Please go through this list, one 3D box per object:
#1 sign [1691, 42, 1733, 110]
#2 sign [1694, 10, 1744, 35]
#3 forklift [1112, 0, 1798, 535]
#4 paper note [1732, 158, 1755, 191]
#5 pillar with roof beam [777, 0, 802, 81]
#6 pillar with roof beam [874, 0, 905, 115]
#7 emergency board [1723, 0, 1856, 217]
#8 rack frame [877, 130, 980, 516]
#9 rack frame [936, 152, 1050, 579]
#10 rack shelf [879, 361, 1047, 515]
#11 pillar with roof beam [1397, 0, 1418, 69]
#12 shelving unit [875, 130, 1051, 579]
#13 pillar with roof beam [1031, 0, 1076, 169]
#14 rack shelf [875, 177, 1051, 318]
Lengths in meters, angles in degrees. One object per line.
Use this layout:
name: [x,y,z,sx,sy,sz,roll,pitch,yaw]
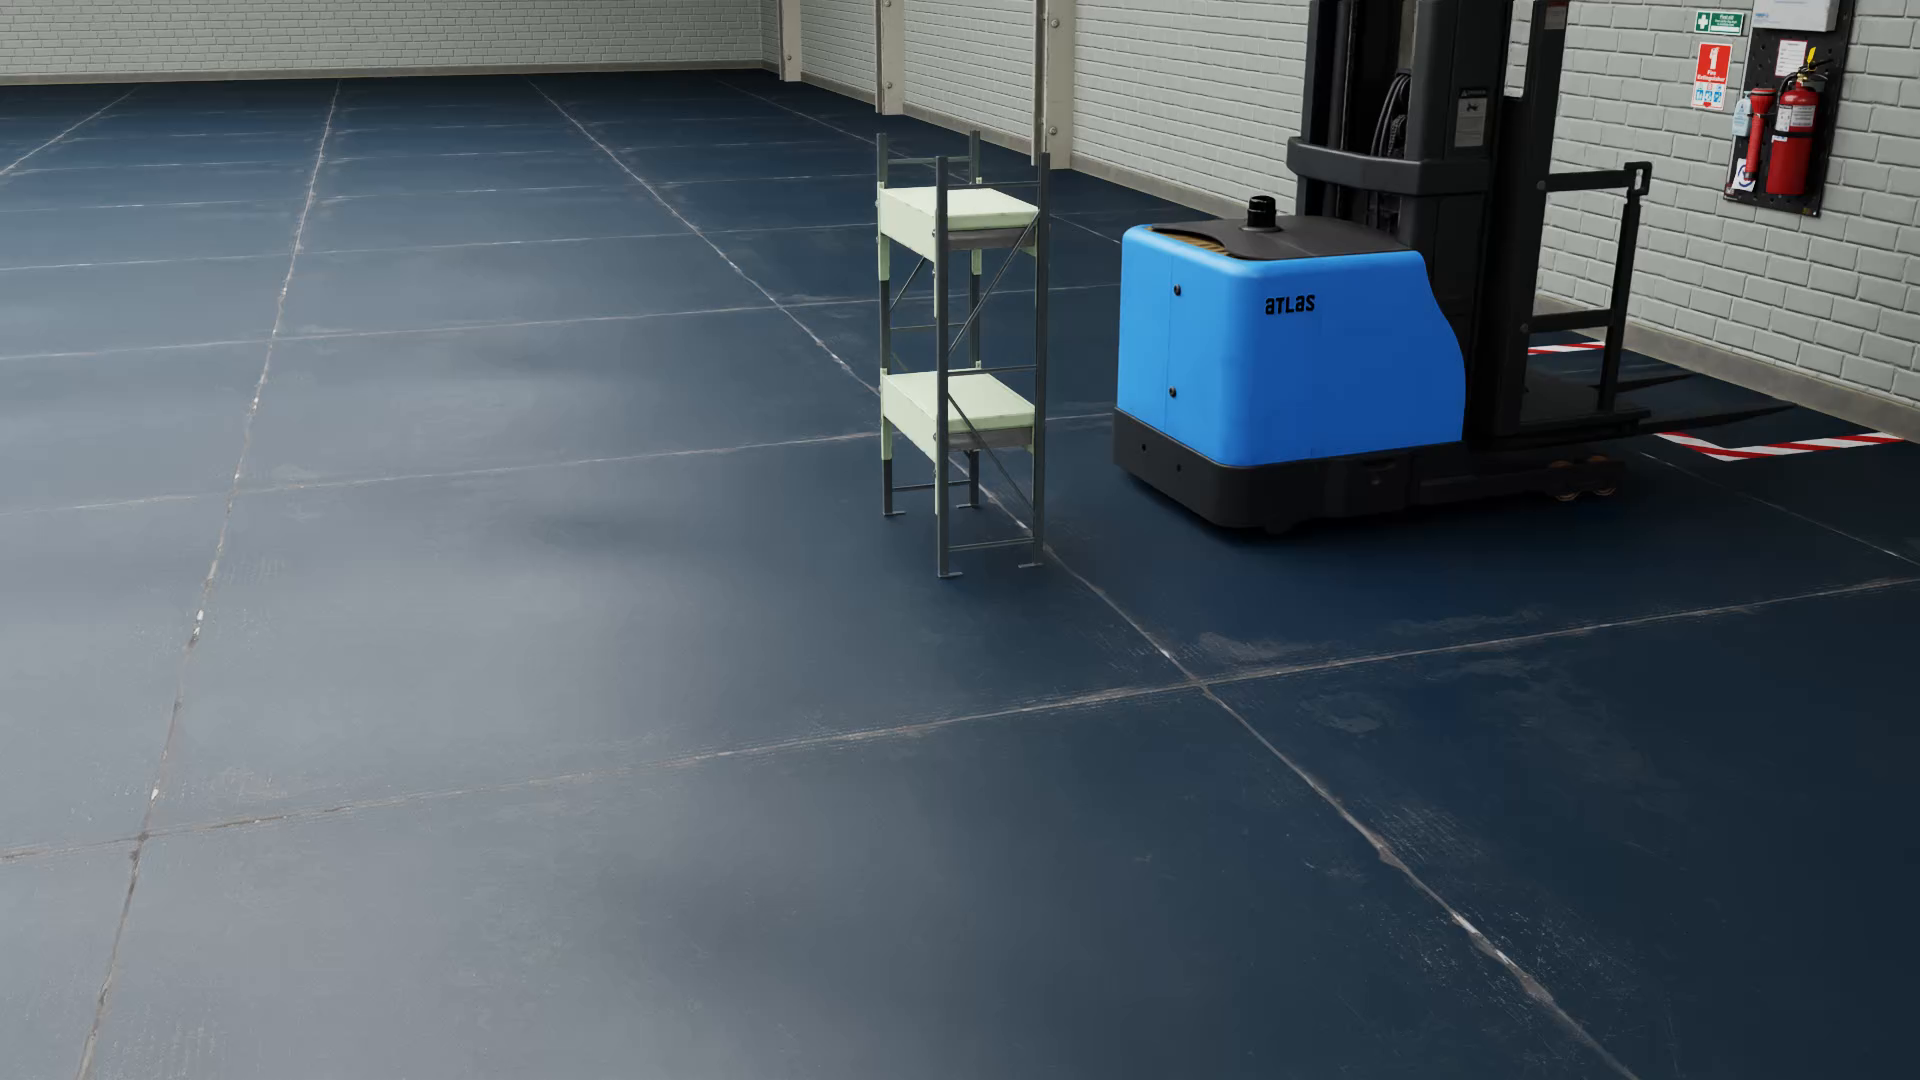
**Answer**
sign: [3.902,-2.410,8.636,0.001,0.329,0.234,-6,21,-17]
sign: [3.895,-2.657,8.540,0.001,0.109,0.331,-6,21,-17]
forklift: [2.225,-1.696,6.802,3.031,2.935,1.130,-7,21,-20]
paper note: [3.988,-1.854,8.445,0.016,0.148,0.142,-6,21,-17]
pillar with roof beam: [-6.912,-11.475,25.053,9.100,9.000,0.400,-6,21,-17]
pillar with roof beam: [-5.026,-9.550,19.693,9.100,9.000,0.400,-6,21,-17]
emergency board: [3.978,-2.205,8.117,0.194,1.169,0.643,-6,21,-17]
rack frame: [-0.117,-0.825,6.496,0.400,1.500,0.023,-6,21,-17]
rack frame: [0.113,-0.591,5.842,0.400,1.500,0.023,-6,21,-17]
rack shelf: [-0.002,-0.401,6.279,0.431,0.370,0.720,-6,21,-17]
pillar with roof beam: [-1.254,-5.699,8.971,9.100,9.000,0.400,-6,21,-17]
shelving unit: [-0.002,-0.708,6.169,0.431,1.500,0.755,-6,21,-17]
pillar with roof beam: [-3.140,-7.625,14.332,9.100,9.000,0.400,-6,21,-17]
rack shelf: [-0.002,-1.075,6.037,0.431,0.370,0.720,-6,21,-17]
